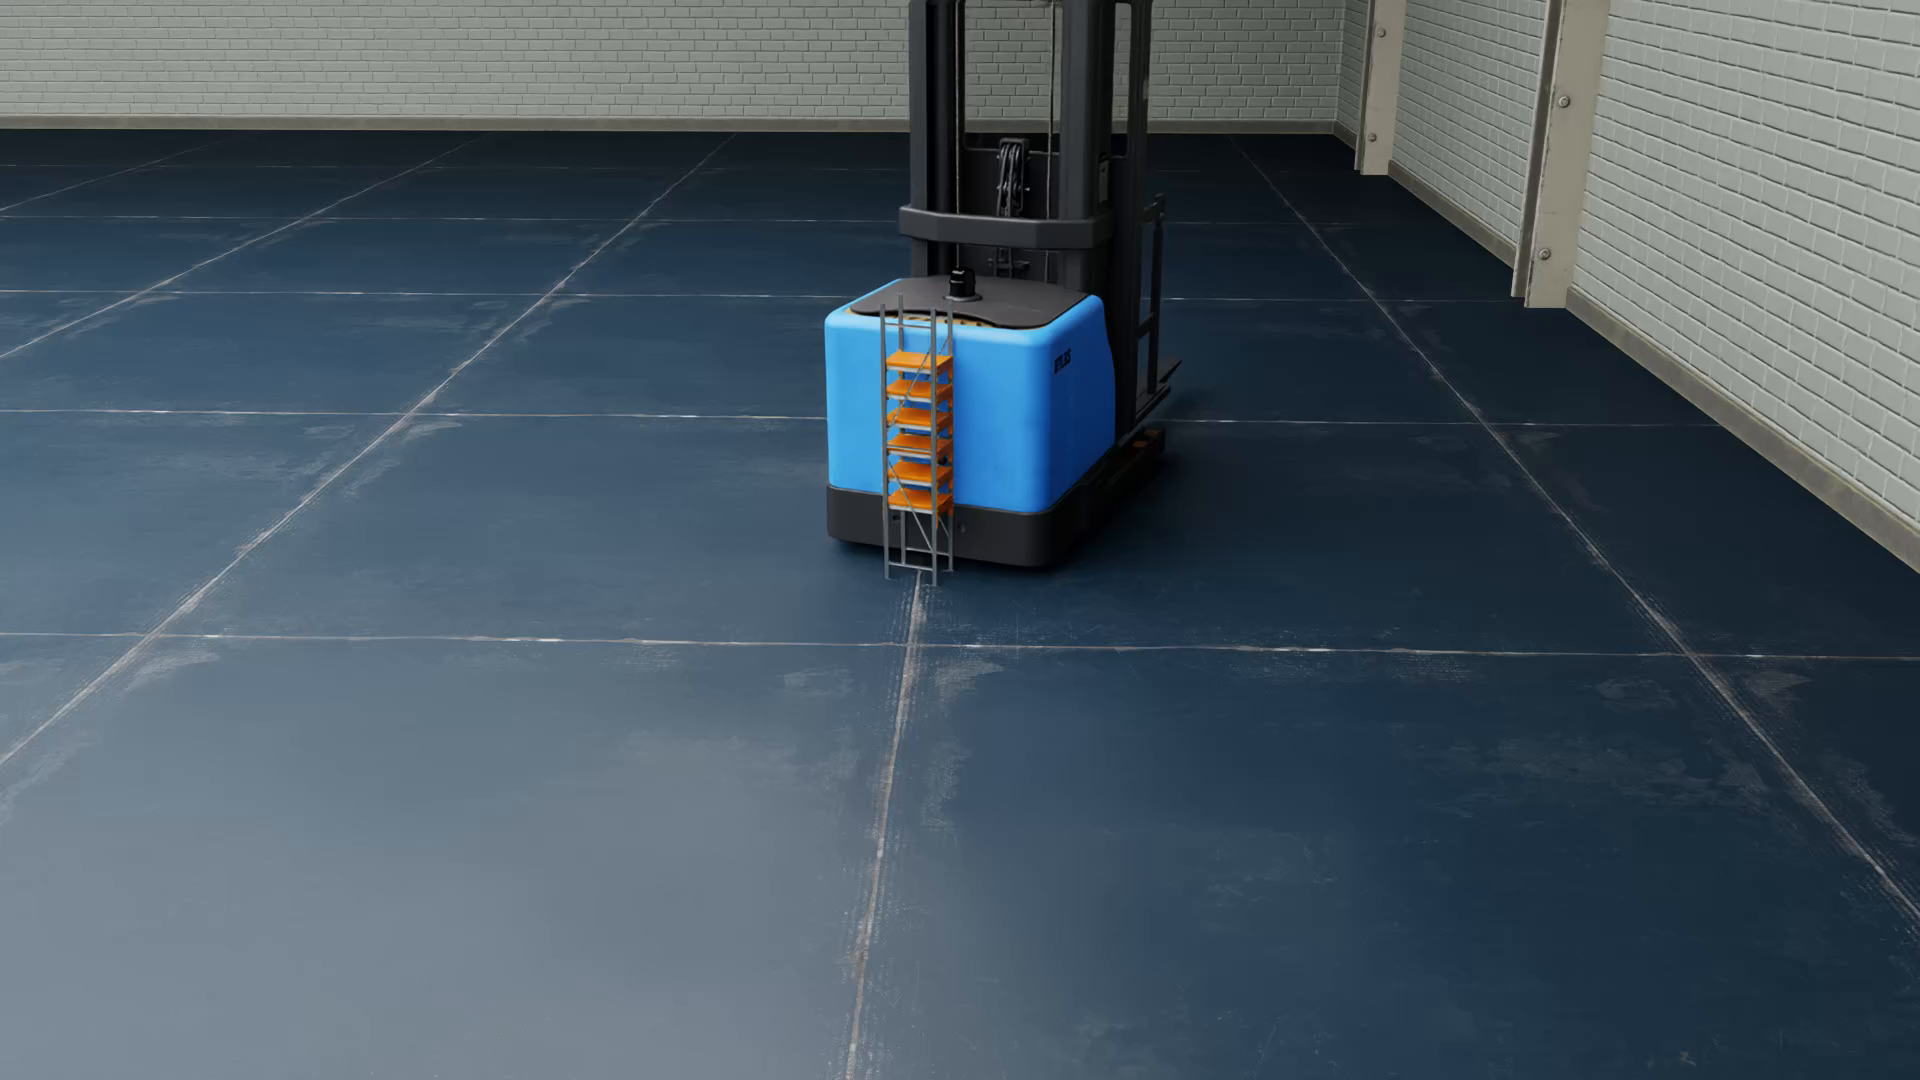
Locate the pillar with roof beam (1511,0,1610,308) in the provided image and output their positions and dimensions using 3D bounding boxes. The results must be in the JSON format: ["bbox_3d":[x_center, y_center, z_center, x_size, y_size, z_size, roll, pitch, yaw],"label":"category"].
[{"bbox_3d":[-0.137,-5.957,10.442,9.100,9.000,0.400,1,21,2],"label":"pillar with roof beam"}]

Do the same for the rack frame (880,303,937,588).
[{"bbox_3d":[-0.208,-0.373,6.830,0.240,1.200,0.006,8,23,20],"label":"rack frame"}]

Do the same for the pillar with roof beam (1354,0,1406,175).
[{"bbox_3d":[0.046,-8.126,16.033,9.100,9.000,0.400,1,21,2],"label":"pillar with roof beam"}]

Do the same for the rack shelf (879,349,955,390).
[{"bbox_3d":[-0.175,-0.698,6.796,0.258,0.103,0.180,8,23,20],"label":"rack shelf"}]

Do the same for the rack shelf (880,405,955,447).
[{"bbox_3d":[-0.175,-0.474,6.883,0.258,0.103,0.180,8,23,20],"label":"rack shelf"}]

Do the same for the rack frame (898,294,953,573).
[{"bbox_3d":[-0.142,-0.434,6.989,0.240,1.200,0.006,8,23,20],"label":"rack frame"}]

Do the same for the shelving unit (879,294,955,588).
[{"bbox_3d":[-0.175,-0.403,6.910,0.258,1.200,0.189,8,23,20],"label":"shelving unit"}]

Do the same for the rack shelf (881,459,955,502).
[{"bbox_3d":[-0.175,-0.250,6.969,0.258,0.103,0.180,8,23,20],"label":"rack shelf"}]

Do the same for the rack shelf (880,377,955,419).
[{"bbox_3d":[-0.175,-0.586,6.839,0.258,0.103,0.180,8,23,20],"label":"rack shelf"}]

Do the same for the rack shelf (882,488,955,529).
[{"bbox_3d":[-0.175,-0.138,7.013,0.258,0.103,0.180,8,23,20],"label":"rack shelf"}]

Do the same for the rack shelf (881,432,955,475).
[{"bbox_3d":[-0.175,-0.362,6.926,0.258,0.103,0.180,8,23,20],"label":"rack shelf"}]

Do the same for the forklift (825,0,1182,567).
[{"bbox_3d":[0.418,-1.753,7.995,1.130,2.935,3.031,8,23,20],"label":"forklift"}]
